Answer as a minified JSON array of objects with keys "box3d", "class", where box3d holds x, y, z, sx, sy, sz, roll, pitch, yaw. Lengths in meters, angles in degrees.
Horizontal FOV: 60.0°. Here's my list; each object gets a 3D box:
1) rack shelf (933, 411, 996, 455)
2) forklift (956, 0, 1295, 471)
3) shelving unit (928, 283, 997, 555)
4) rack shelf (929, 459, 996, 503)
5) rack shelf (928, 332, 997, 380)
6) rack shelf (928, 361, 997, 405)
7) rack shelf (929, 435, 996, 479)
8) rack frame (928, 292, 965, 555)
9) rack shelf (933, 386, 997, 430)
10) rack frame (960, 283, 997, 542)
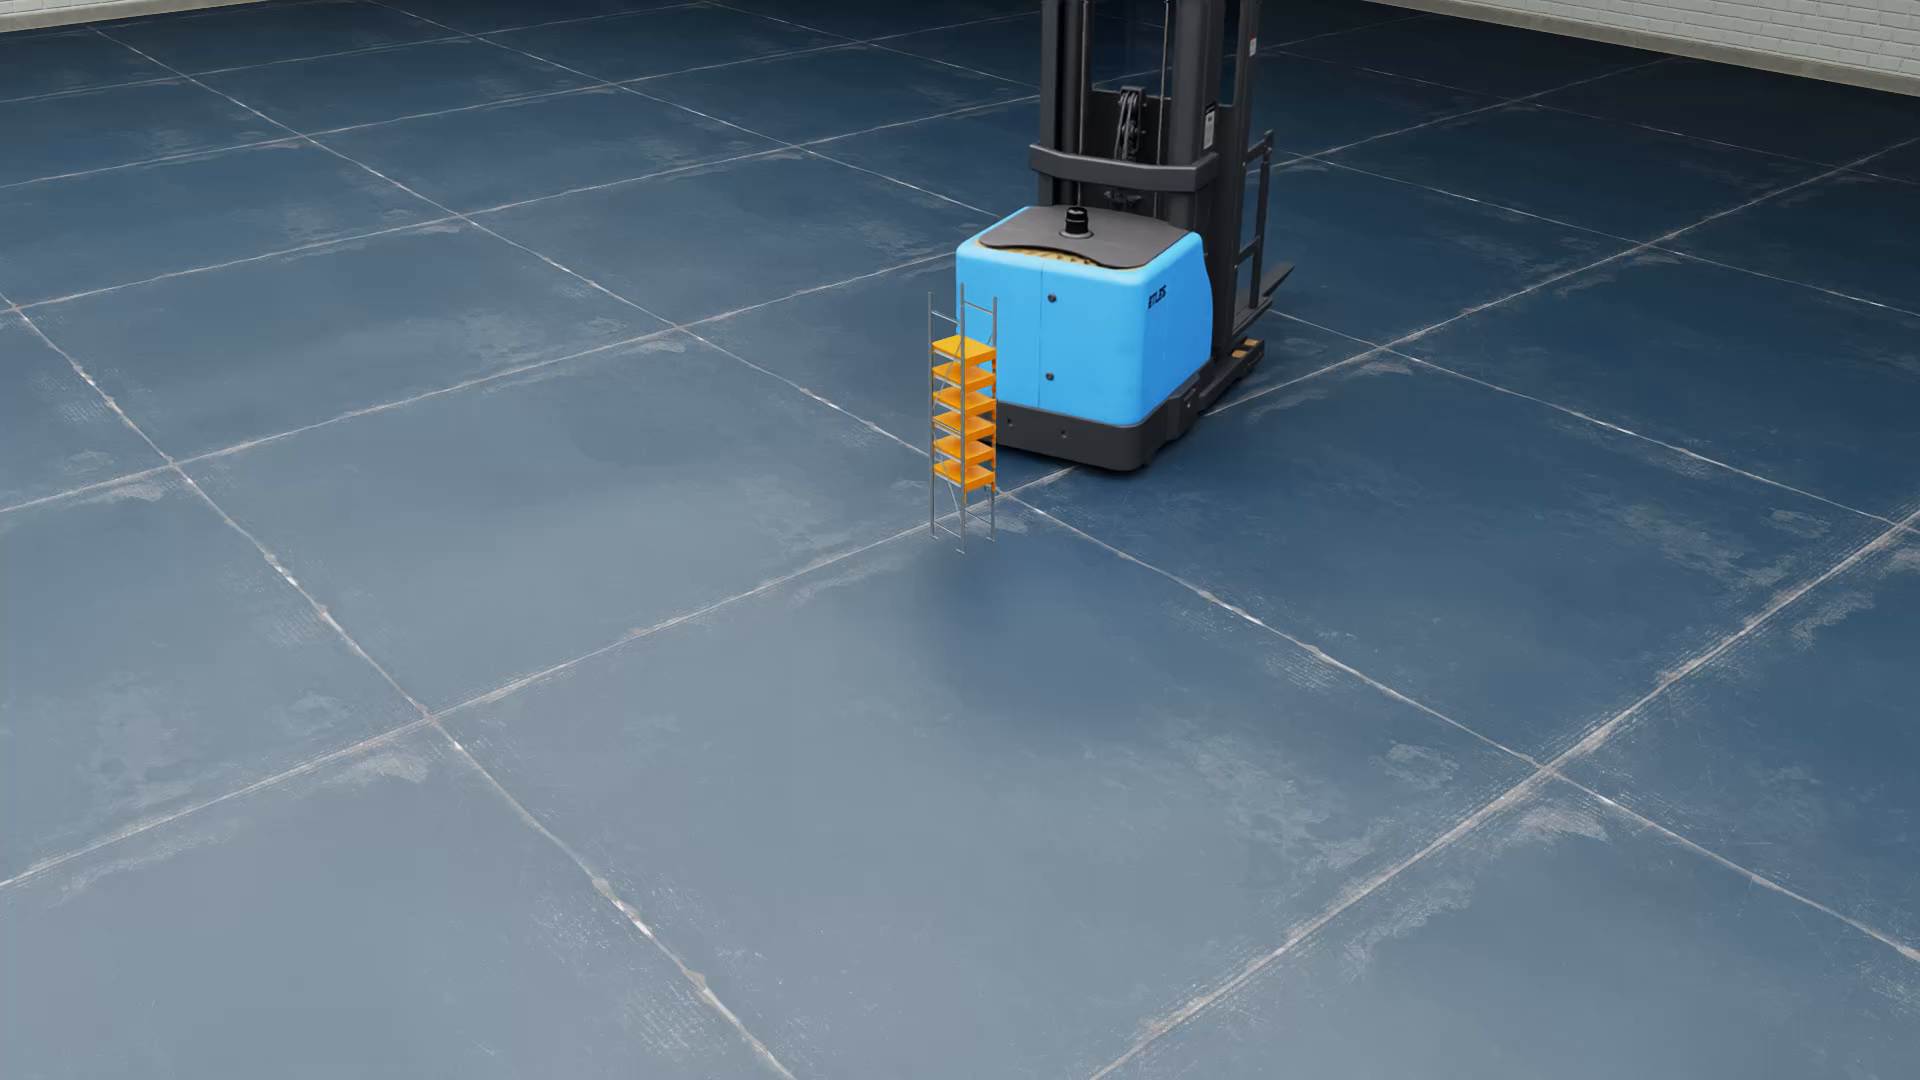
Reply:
[{"box3d":[0.011,-0.494,7.496,0.180,0.103,0.258,-22,35,-35],"class":"rack shelf"},{"box3d":[1.109,-2.299,8.942,1.130,2.935,3.031,14,31,25],"class":"forklift"},{"box3d":[0.011,-0.534,7.475,0.189,1.200,0.258,-22,35,-35],"class":"shelving unit"},{"box3d":[0.011,-0.283,7.610,0.180,0.103,0.258,-22,35,-35],"class":"rack shelf"},{"box3d":[0.011,-0.812,7.327,0.180,0.103,0.258,-22,35,-35],"class":"rack shelf"},{"box3d":[0.011,-0.706,7.383,0.180,0.103,0.258,-22,35,-35],"class":"rack shelf"},{"box3d":[0.011,-0.389,7.553,0.180,0.103,0.258,-22,35,-35],"class":"rack shelf"},{"box3d":[-0.059,-0.506,7.423,0.006,1.200,0.240,-22,35,-35],"class":"rack frame"},{"box3d":[0.011,-0.600,7.440,0.180,0.103,0.258,-22,35,-35],"class":"rack shelf"},{"box3d":[0.081,-0.562,7.528,0.006,1.200,0.240,-22,35,-35],"class":"rack frame"}]
